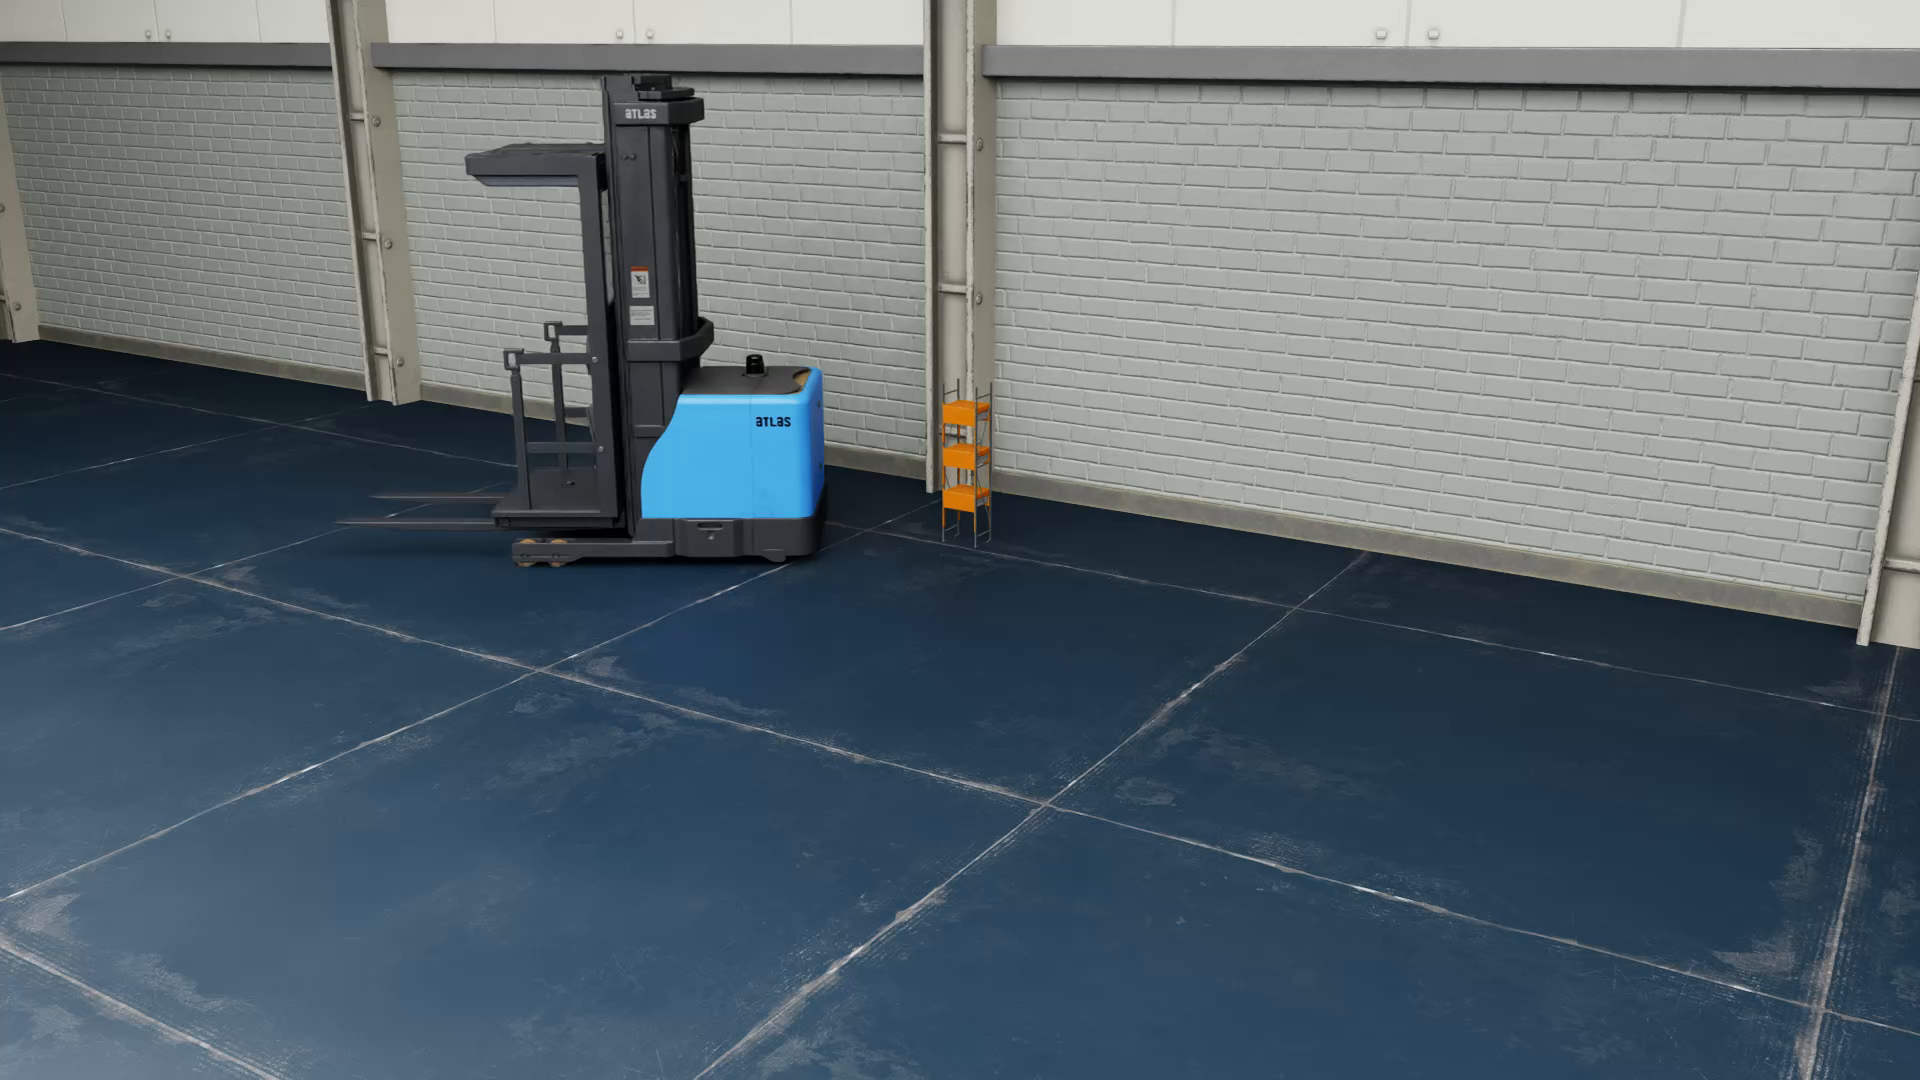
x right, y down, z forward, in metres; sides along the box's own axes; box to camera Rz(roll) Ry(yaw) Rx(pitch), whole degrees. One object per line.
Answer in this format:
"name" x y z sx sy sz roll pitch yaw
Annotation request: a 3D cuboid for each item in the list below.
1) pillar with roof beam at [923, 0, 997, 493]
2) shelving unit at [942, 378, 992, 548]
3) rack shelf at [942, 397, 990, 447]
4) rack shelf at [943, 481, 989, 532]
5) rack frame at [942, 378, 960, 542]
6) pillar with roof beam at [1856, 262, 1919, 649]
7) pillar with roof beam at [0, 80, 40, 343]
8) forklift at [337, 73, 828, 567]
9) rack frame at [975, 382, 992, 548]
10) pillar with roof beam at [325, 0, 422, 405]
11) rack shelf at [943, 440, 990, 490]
"pillar with roof beam" -2.253 -3.596 7.237 0.400 9.000 9.100 10 20 30
"shelving unit" 0.046 -0.494 10.702 0.252 1.050 0.215 10 20 30
"rack shelf" 0.046 -0.756 10.622 0.240 0.259 0.215 10 20 30
"rack shelf" 0.046 -0.218 10.786 0.240 0.259 0.215 10 20 30
"rack frame" -0.058 -0.513 10.763 0.008 1.050 0.200 10 20 30
"pillar with roof beam" 2.860 -2.683 4.232 0.400 9.000 9.100 10 20 30
"pillar with roof beam" -12.478 -5.421 13.246 0.400 9.000 9.100 10 20 30
"forklift" -2.410 -1.391 10.417 3.031 2.935 1.130 0 17 0
"rack frame" 0.150 -0.476 10.641 0.008 1.050 0.200 10 20 30
"pillar with roof beam" -7.366 -4.509 10.241 0.400 9.000 9.100 10 20 30
"rack shelf" 0.046 -0.484 10.705 0.240 0.259 0.215 10 20 30
